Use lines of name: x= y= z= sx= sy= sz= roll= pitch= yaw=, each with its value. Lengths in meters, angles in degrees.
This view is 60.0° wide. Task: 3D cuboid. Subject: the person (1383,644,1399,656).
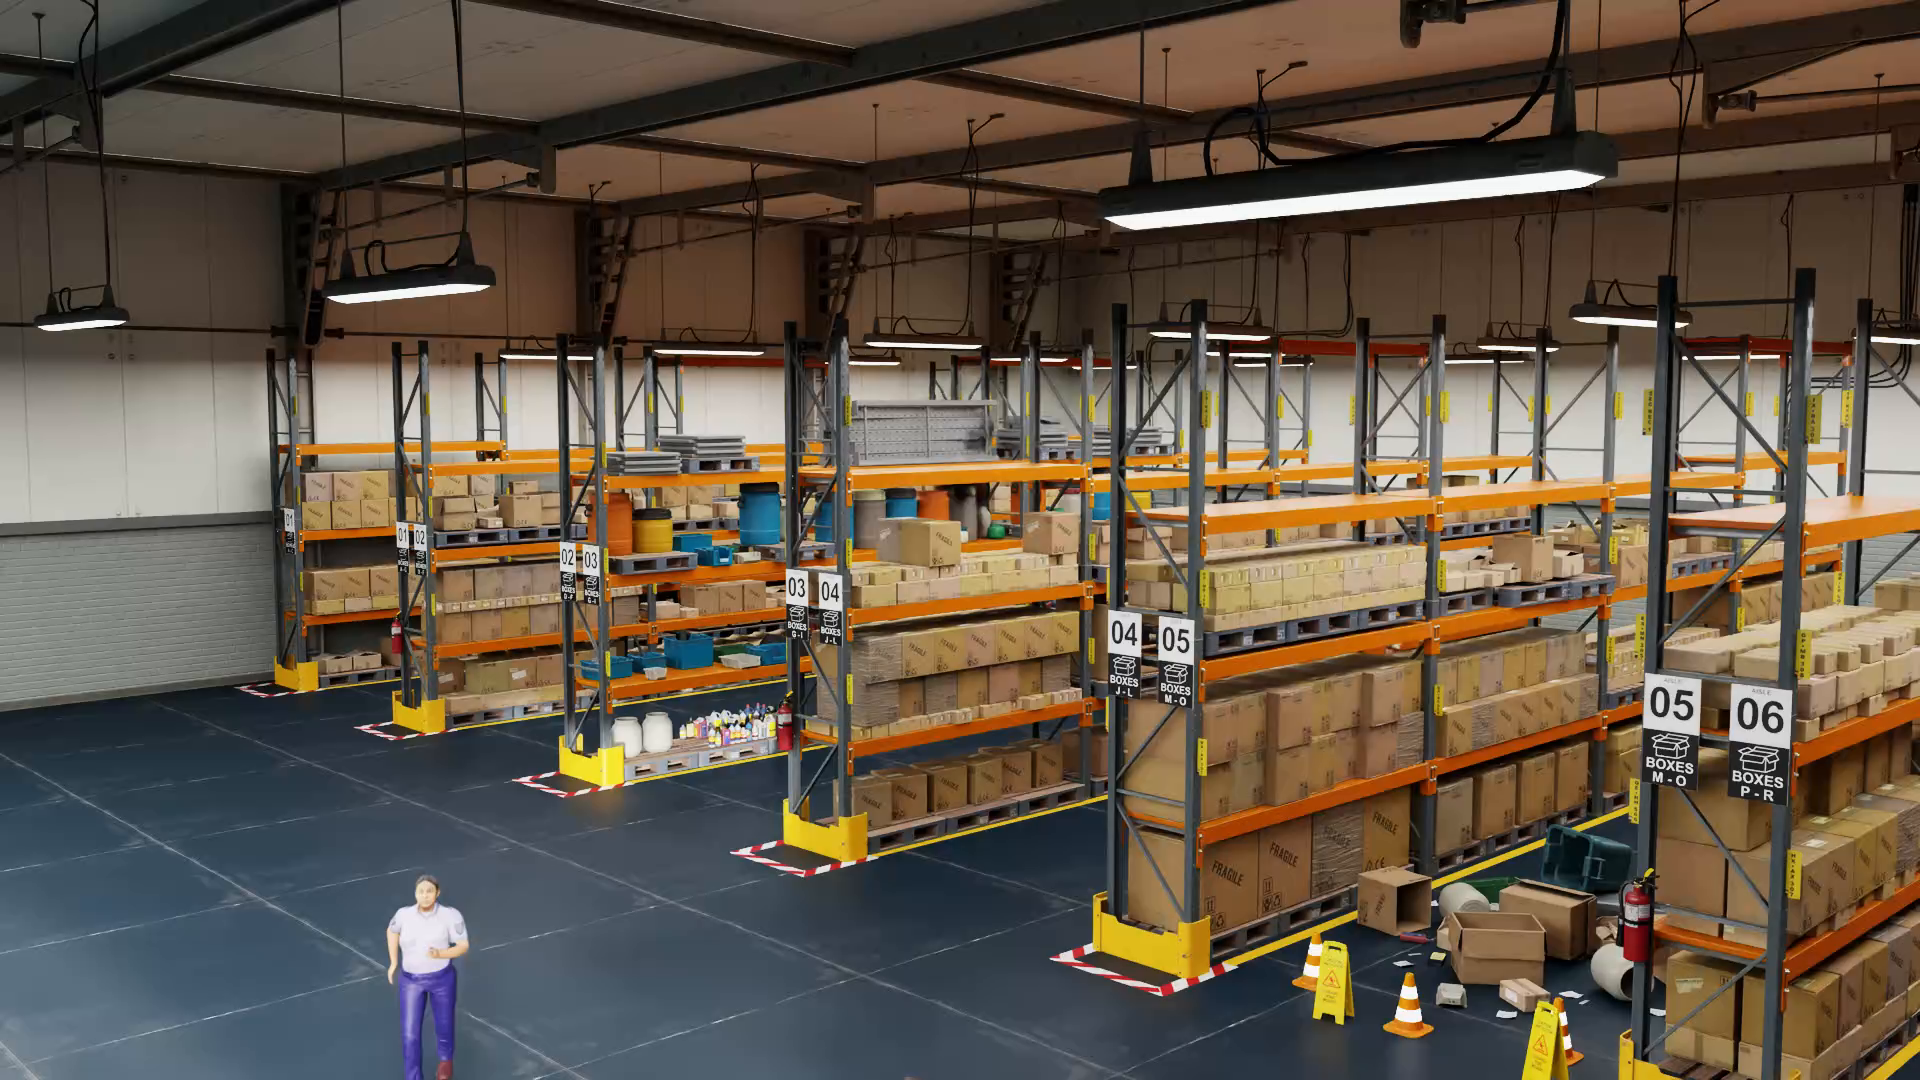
person: x=6.135 y=2.265 z=23.706 sx=0.669 sy=1.742 sz=0.625 roll=4 pitch=6 yaw=39

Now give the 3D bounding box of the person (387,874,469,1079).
person: x=-3.900 y=3.286 z=12.205 sx=0.587 sy=1.700 sz=0.797 roll=-1 pitch=5 yaw=-15
